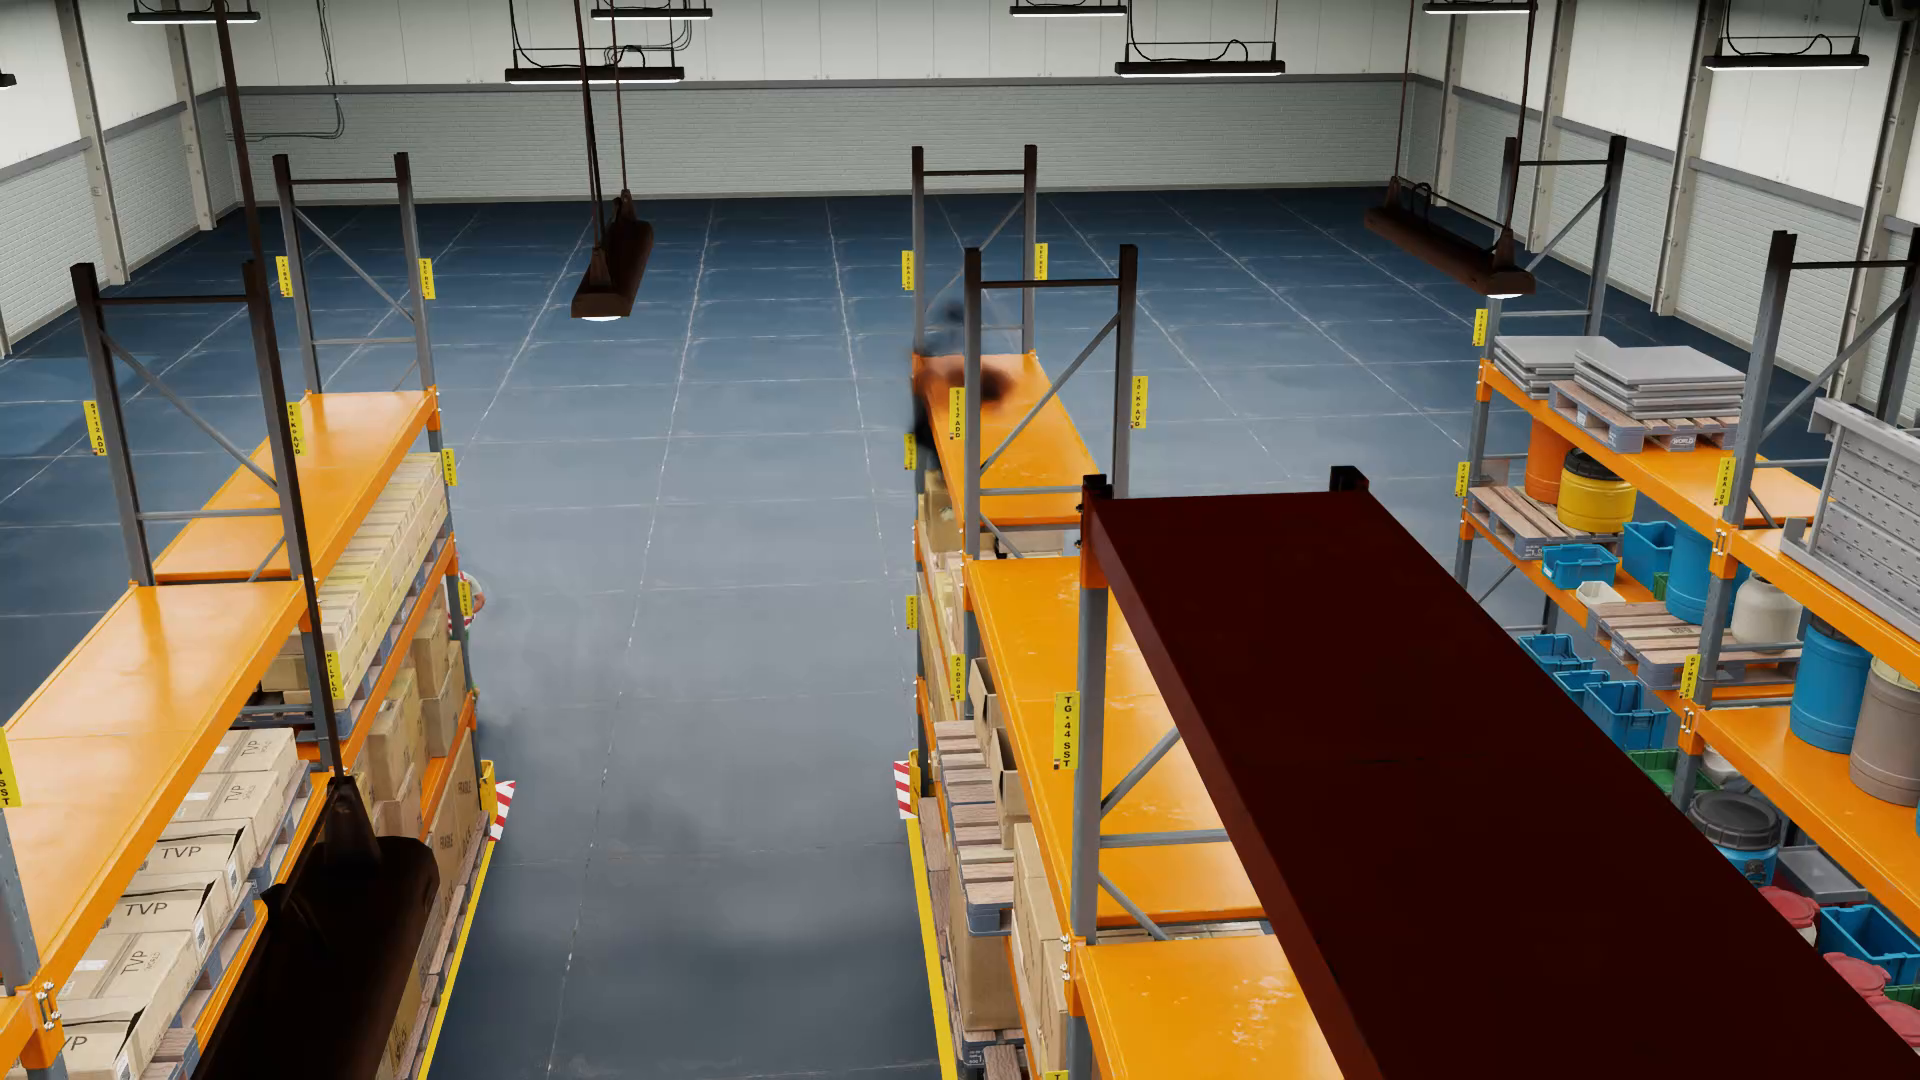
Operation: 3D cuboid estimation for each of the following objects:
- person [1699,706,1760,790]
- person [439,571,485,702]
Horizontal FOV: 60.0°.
[{"bbox_3d":[6.596,1.887,14.491,0.658,1.739,0.602,-6,22,-14],"label":"person"},{"bbox_3d":[-5.166,0.917,16.943,0.626,1.779,0.817,-17,27,-36],"label":"person"}]
